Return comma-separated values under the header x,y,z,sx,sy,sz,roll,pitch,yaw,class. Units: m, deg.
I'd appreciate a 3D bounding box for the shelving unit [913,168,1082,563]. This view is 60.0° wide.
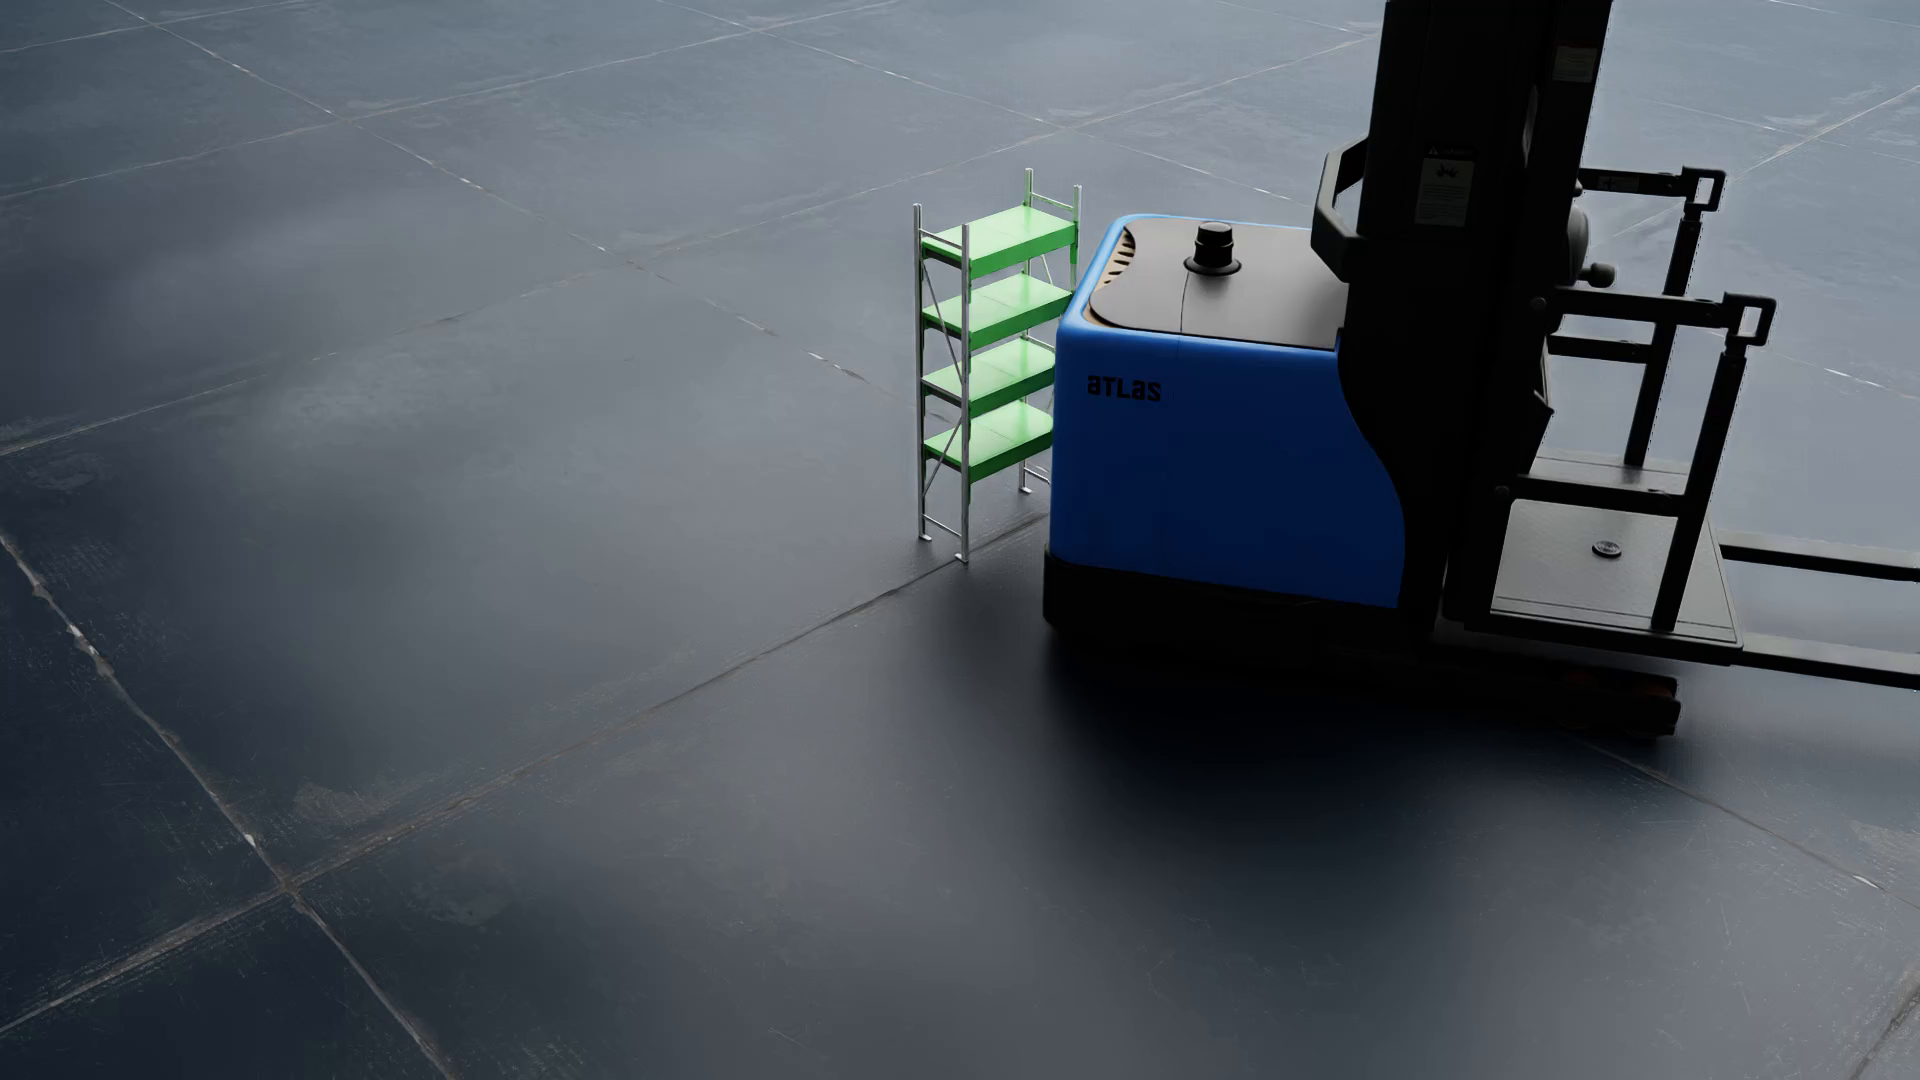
x,y,z,sx,sy,sz,roll,pitch,yaw,class
0.121,-0.571,5.533,0.503,1.200,0.258,-26,40,-35,shelving unit

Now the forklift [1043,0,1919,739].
x,y,z,sx,sy,sz,roll,pitch,yaw,class
1.835,-0.982,4.547,3.031,2.935,1.130,8,32,12,forklift

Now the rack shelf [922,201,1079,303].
x,y,z,sx,sy,sz,roll,pitch,yaw,class
0.121,-0.926,5.316,0.480,0.148,0.258,-26,40,-35,rack shelf

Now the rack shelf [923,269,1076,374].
x,y,z,sx,sy,sz,roll,pitch,yaw,class
0.121,-0.721,5.441,0.480,0.148,0.258,-26,40,-35,rack shelf

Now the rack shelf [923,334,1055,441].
x,y,z,sx,sy,sz,roll,pitch,yaw,class
0.121,-0.516,5.566,0.480,0.148,0.258,-26,40,-35,rack shelf

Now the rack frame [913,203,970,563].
x,y,z,sx,sy,sz,roll,pitch,yaw,class
-0.058,-0.484,5.391,0.015,1.200,0.240,-26,40,-35,rack frame

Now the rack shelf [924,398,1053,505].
x,y,z,sx,sy,sz,roll,pitch,yaw,class
0.121,-0.311,5.692,0.480,0.148,0.258,-26,40,-35,rack shelf

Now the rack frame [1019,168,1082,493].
x,y,z,sx,sy,sz,roll,pitch,yaw,class
0.300,-0.657,5.675,0.015,1.200,0.240,-26,40,-35,rack frame
